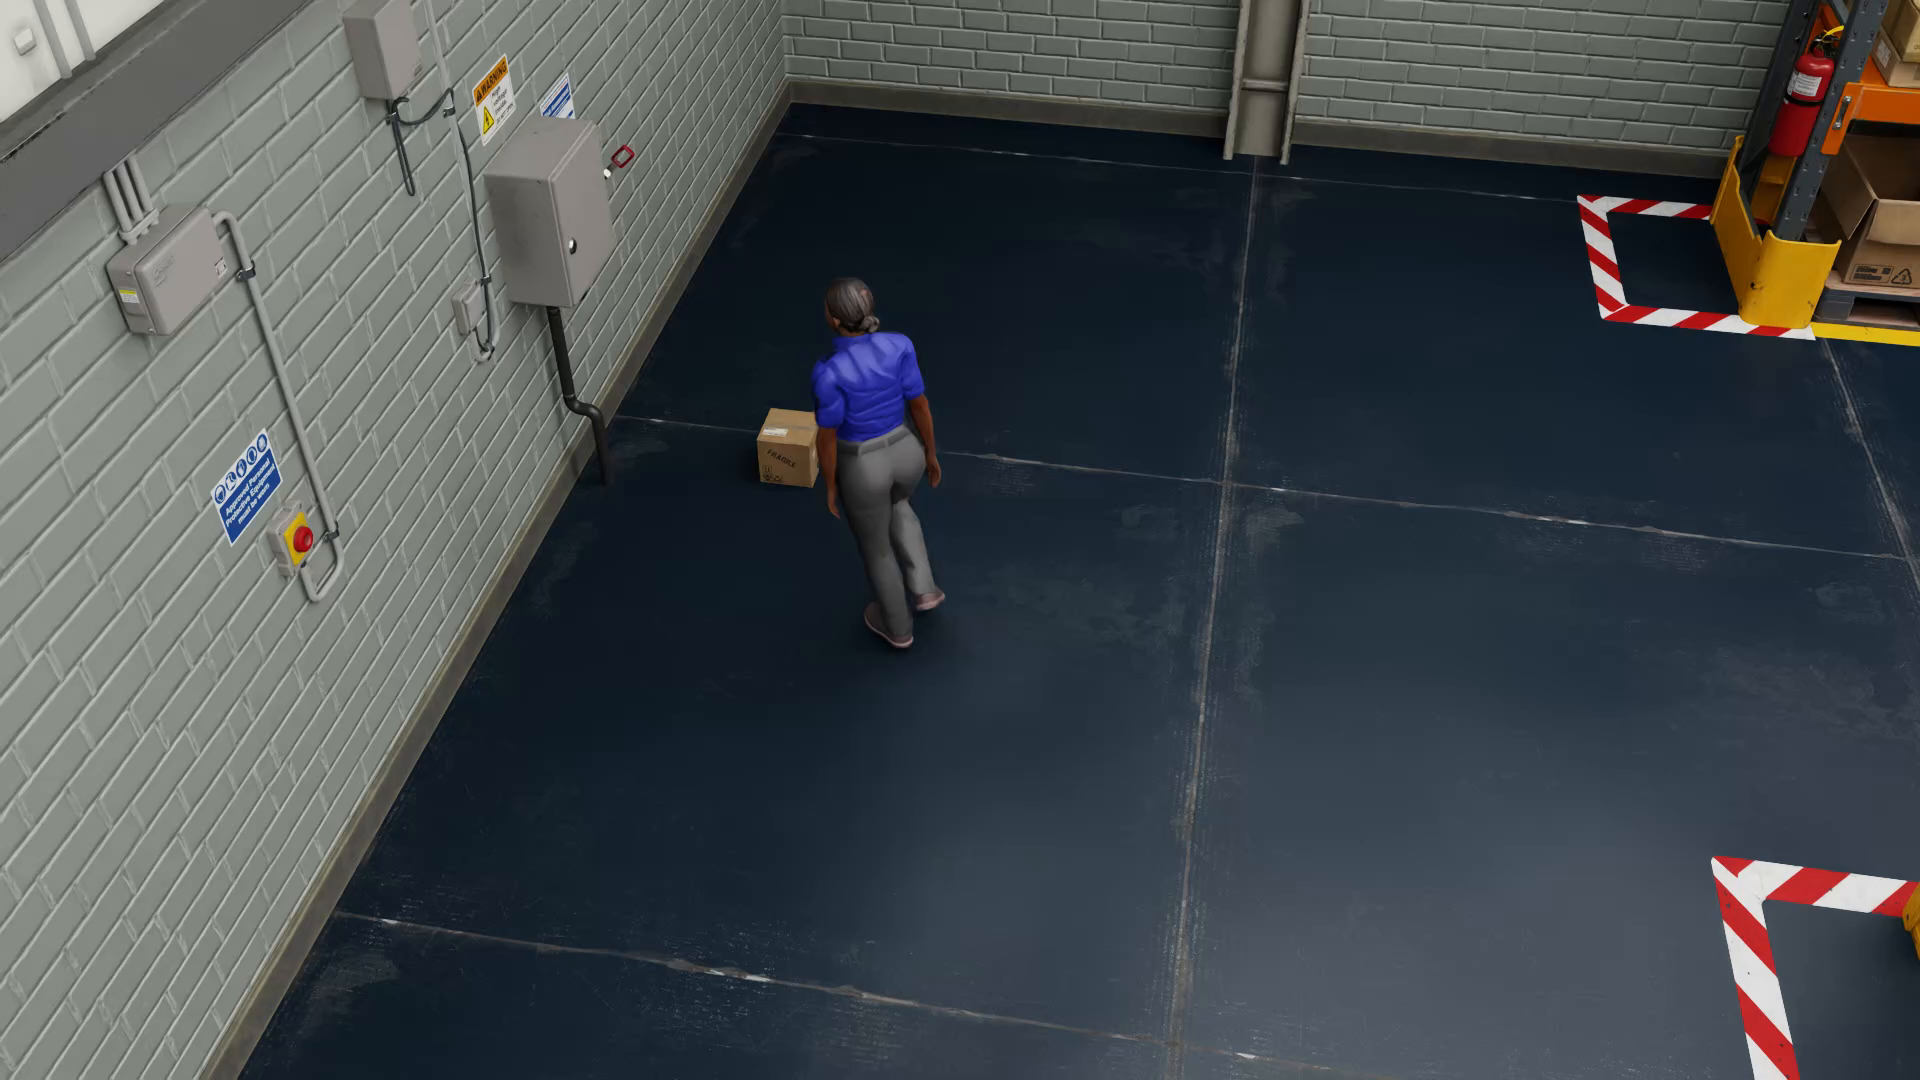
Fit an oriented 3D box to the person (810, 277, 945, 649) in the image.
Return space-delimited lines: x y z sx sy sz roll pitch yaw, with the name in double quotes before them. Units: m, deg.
"person" -0.317 -0.279 6.467 0.495 1.648 0.452 -24 46 -25
